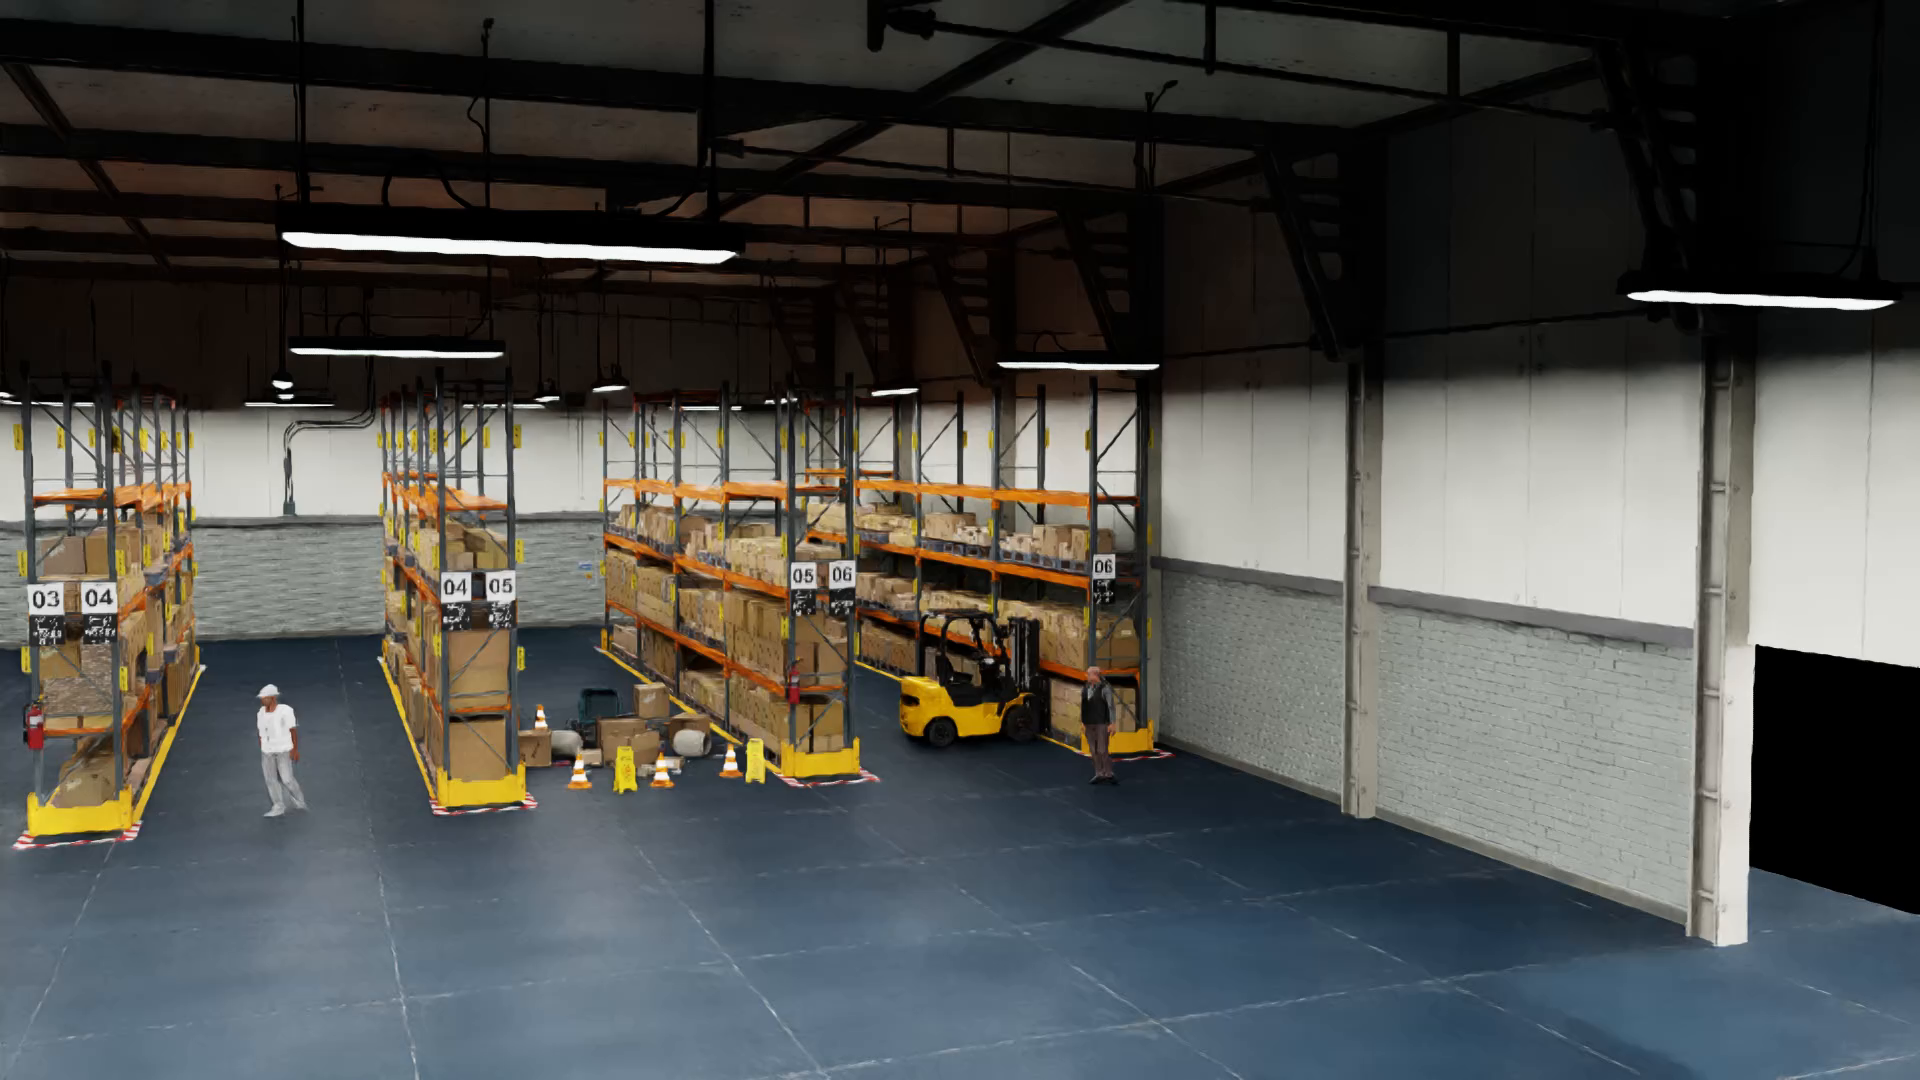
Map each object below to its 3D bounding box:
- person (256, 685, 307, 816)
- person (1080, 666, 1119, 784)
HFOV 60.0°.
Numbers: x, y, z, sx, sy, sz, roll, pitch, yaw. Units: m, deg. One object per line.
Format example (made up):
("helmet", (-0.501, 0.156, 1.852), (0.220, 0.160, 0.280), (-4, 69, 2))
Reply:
("person", (-9.082, 2.794, 22.216), (0.611, 1.753, 0.579), (1, 4, 14))
("person", (2.013, 2.682, 24.126), (0.636, 1.714, 0.402), (3, 4, 40))
